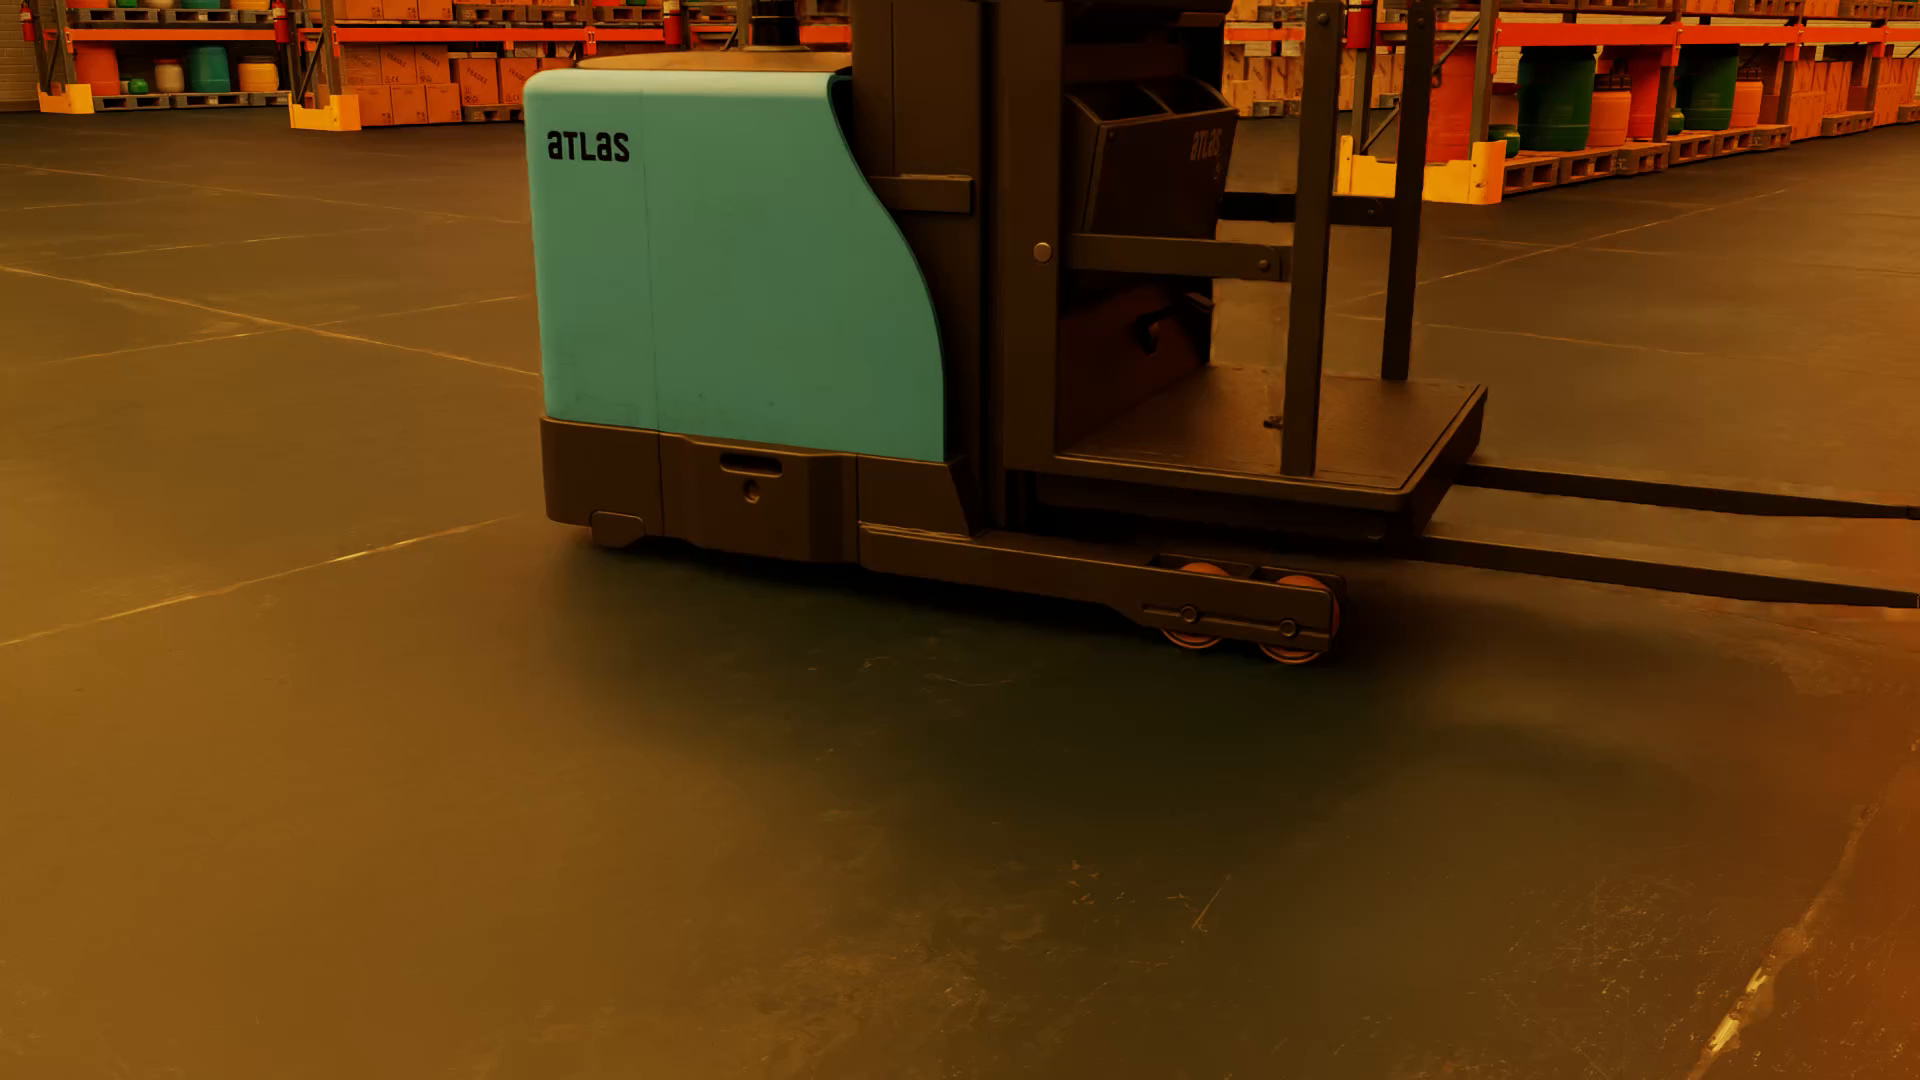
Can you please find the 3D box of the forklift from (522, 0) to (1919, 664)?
[{"bbox_3d":[0.591,-1.342,3.316,3.031,2.935,1.130,7,18,23],"label":"forklift"}]
